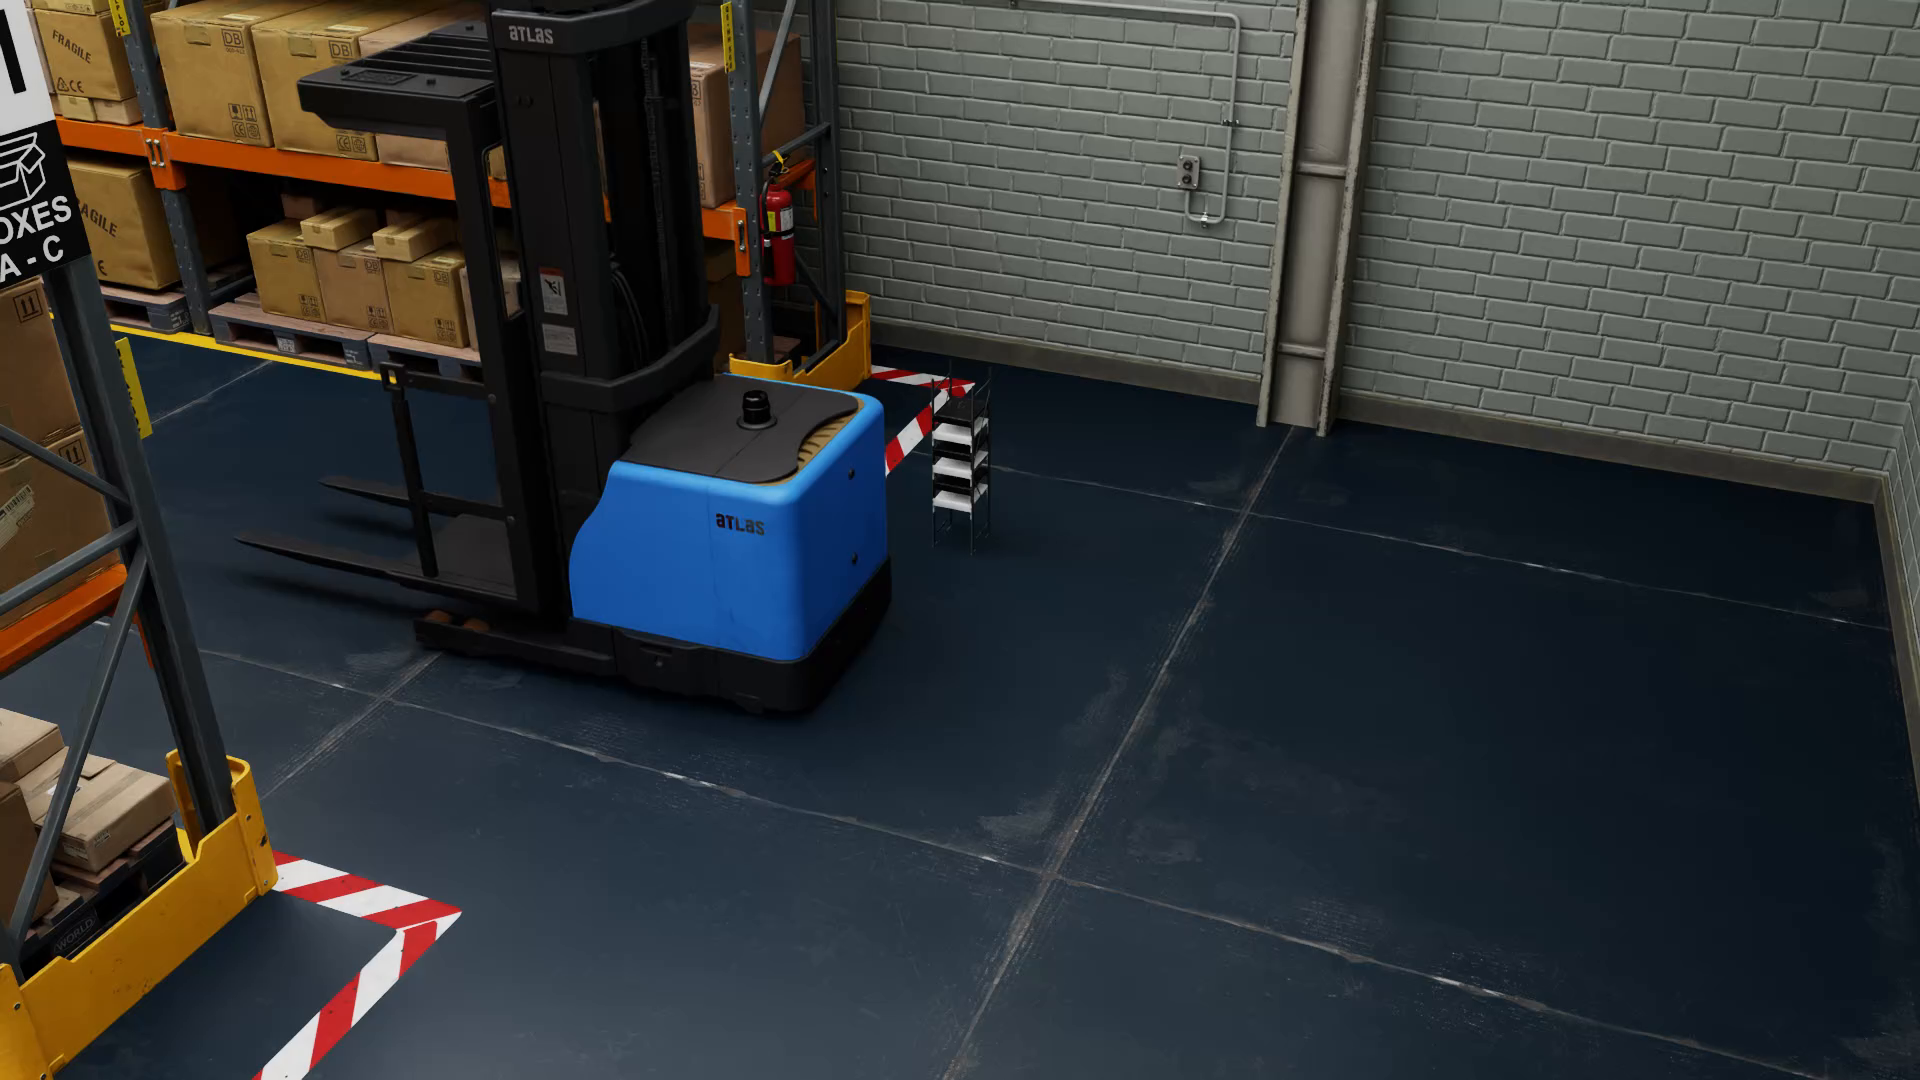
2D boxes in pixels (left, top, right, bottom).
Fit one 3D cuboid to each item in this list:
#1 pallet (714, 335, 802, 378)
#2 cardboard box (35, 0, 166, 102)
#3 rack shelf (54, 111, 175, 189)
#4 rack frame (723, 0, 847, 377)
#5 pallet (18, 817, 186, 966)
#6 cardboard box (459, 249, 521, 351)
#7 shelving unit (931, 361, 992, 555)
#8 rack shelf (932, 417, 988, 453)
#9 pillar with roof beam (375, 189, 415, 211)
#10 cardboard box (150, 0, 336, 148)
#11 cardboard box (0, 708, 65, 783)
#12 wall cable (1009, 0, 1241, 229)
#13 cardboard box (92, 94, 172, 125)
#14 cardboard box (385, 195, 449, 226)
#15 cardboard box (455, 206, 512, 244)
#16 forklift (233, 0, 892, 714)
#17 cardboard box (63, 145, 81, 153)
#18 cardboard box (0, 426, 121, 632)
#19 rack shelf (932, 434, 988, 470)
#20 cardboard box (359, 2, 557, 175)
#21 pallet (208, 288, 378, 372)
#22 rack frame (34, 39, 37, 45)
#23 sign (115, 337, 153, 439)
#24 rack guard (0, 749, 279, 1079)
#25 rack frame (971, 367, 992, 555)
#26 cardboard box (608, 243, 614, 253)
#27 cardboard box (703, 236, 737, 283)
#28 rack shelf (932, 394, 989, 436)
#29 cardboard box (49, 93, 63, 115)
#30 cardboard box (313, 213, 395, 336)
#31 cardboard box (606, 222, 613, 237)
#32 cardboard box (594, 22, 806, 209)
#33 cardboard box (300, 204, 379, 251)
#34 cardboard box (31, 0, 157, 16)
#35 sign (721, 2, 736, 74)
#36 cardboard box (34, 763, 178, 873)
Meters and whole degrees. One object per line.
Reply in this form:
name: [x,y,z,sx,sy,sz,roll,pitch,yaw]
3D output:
pallet: [-1.684,-0.990,9.787,1.213,0.211,1.003,11,31,19]
cardboard box: [-5.143,-2.984,10.057,0.500,0.500,0.500,11,31,18]
rack shelf: [-6.473,-2.889,11.043,4.000,0.370,1.077,11,31,19]
rack frame: [-0.914,-2.092,8.902,0.127,3.000,1.000,11,31,19]
pallet: [-3.582,1.221,5.876,1.213,0.211,1.003,11,31,19]
cardboard box: [-2.530,-1.456,9.890,0.500,0.500,0.700,10,31,17]
shelving unit: [0.008,-0.390,8.026,0.210,0.900,0.258,11,31,19]
rack shelf: [0.008,-0.518,7.954,0.200,0.077,0.258,11,31,19]
pillar with roof beam: [-5.265,-3.745,5.731,0.400,9.000,9.100,11,31,19]
cardboard box: [-4.124,-2.855,9.947,0.700,0.700,0.980,12,32,20]
cardboard box: [-3.633,0.851,6.044,0.500,0.250,0.500,11,31,19]
wall cable: [0.628,-2.728,8.996,1.851,1.984,0.084,11,31,19]
cardboard box: [-5.040,-2.665,10.151,0.250,0.149,0.380,12,31,20]
cardboard box: [-3.292,-1.996,10.187,0.250,0.149,0.380,10,31,18]
cardboard box: [-2.819,-1.901,10.020,0.250,0.149,0.380,11,31,18]
forklift: [-1.885,-0.991,7.025,3.031,2.935,1.130,10,31,18]
cardboard box: [-6.096,-2.303,11.034,0.750,0.750,0.750,12,32,21]
cardboard box: [-3.085,-0.078,5.238,0.500,0.500,0.500,12,32,20]
rack shelf: [0.008,-0.440,7.998,0.200,0.077,0.258,11,31,19]
cardboard box: [-2.771,-2.587,9.473,0.700,0.700,0.980,10,31,17]
pallet: [-3.945,-1.441,10.586,1.213,0.211,1.003,11,31,19]
rack frame: [-2.773,-2.444,3.429,0.127,3.000,1.000,11,31,19]
sign: [-2.569,-0.457,5.130,0.005,0.325,0.100,11,31,19]
rack guard: [-2.843,1.242,5.545,0.348,0.500,1.175,11,31,19]
rack frame: [0.102,-0.371,7.993,0.006,0.900,0.240,11,31,19]
cardboard box: [-2.025,-1.540,9.381,0.250,0.149,0.380,12,32,20]
cardboard box: [-1.409,-1.621,9.523,0.250,0.149,0.380,12,31,19]
rack shelf: [0.008,-0.596,7.909,0.200,0.077,0.258,11,31,19]
cardboard box: [-5.506,-2.769,10.335,0.250,0.149,0.380,12,32,21]
cardboard box: [-3.502,-1.647,10.229,0.500,0.500,0.700,11,31,19]
cardboard box: [-2.110,-1.761,9.771,0.250,0.149,0.380,12,31,20]
cardboard box: [-1.390,-2.312,8.987,0.700,0.700,0.980,13,32,21]
cardboard box: [-3.717,-1.877,9.977,0.250,0.149,0.380,12,32,21]
cardboard box: [-5.149,-3.310,9.871,0.500,0.250,0.500,12,32,20]
sign: [-1.131,-2.454,8.126,0.005,0.325,0.100,11,31,19]
cardboard box: [-3.031,0.983,5.913,0.250,0.149,0.380,11,31,19]
